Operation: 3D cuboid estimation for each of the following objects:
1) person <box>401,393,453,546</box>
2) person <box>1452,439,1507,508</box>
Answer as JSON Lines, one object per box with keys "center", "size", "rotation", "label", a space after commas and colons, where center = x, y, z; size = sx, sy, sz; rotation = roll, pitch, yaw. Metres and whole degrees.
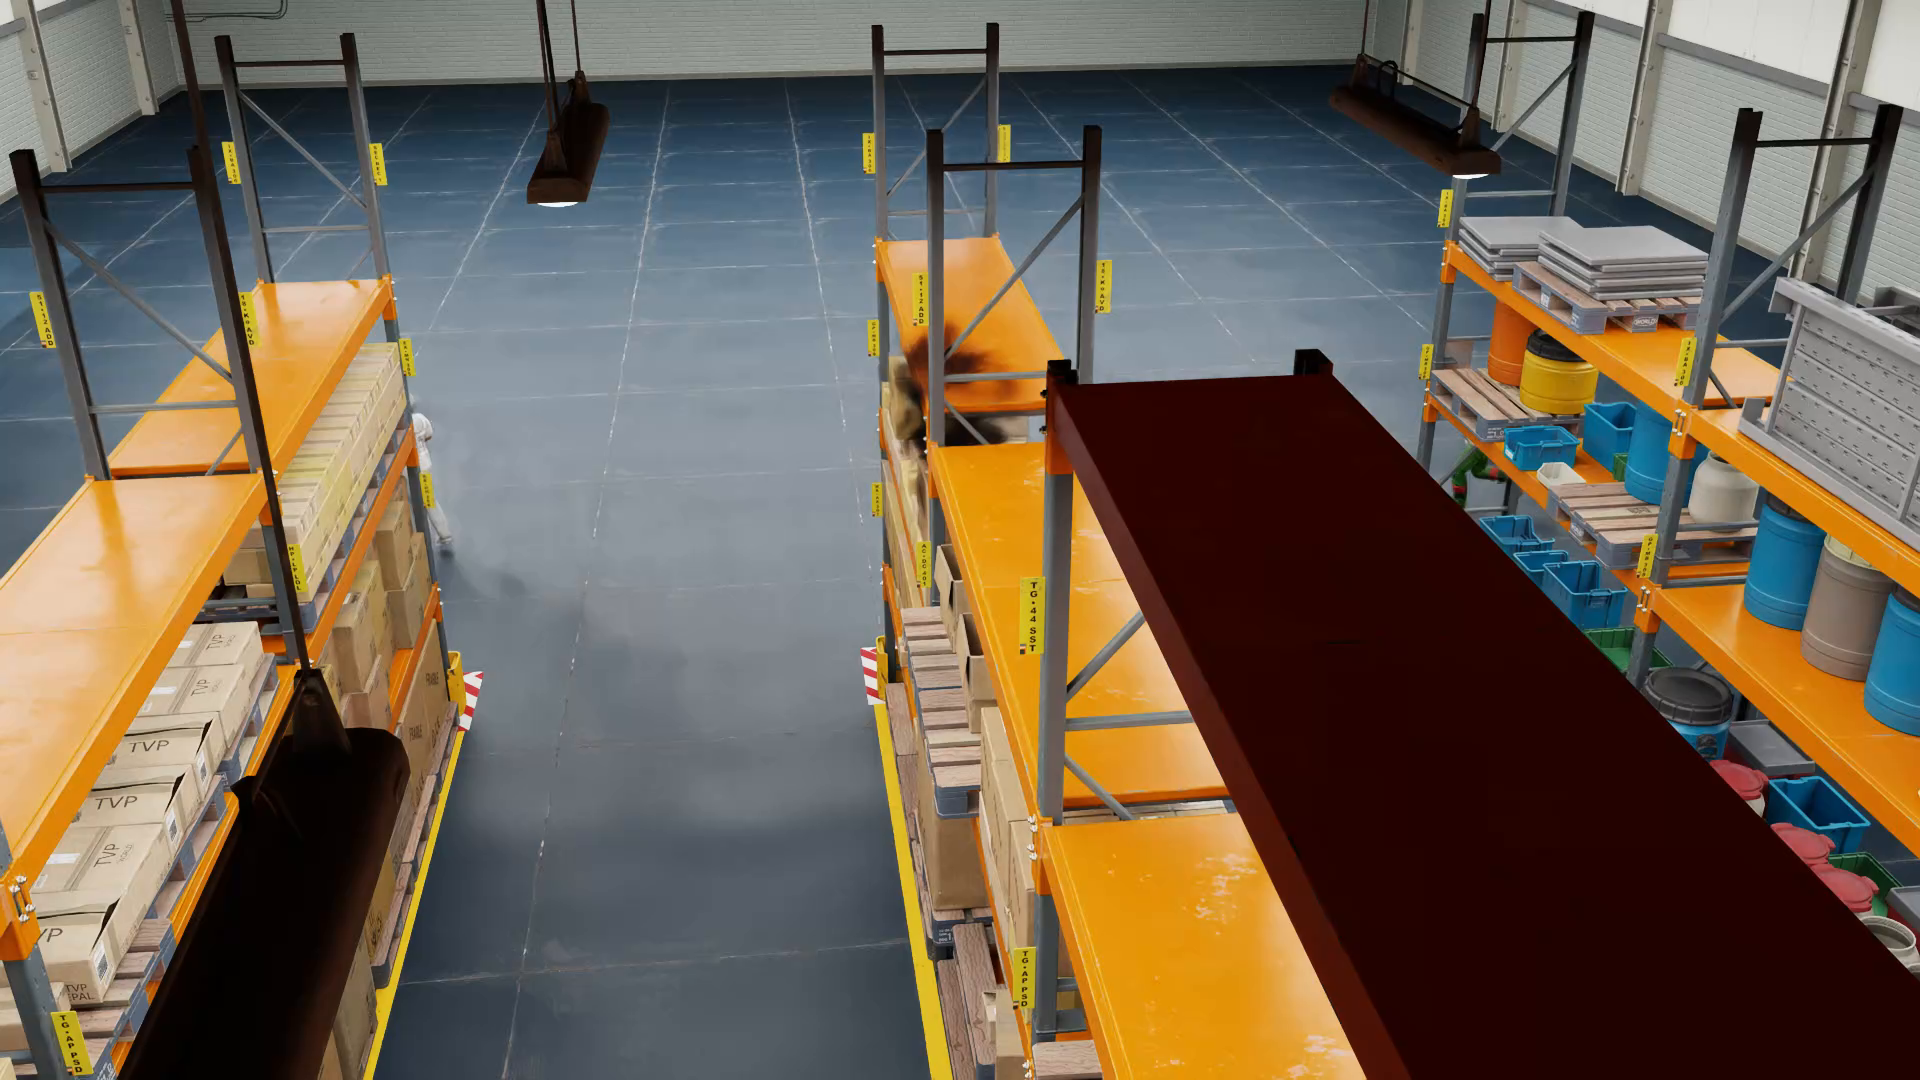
{"center": [-5.905, -0.721, 17.969], "size": [0.811, 1.857, 0.678], "rotation": [18, 31, 32], "label": "person"}
{"center": [5.969, -1.078, 18.792], "size": [0.869, 1.744, 0.654], "rotation": [12, 28, 23], "label": "person"}
